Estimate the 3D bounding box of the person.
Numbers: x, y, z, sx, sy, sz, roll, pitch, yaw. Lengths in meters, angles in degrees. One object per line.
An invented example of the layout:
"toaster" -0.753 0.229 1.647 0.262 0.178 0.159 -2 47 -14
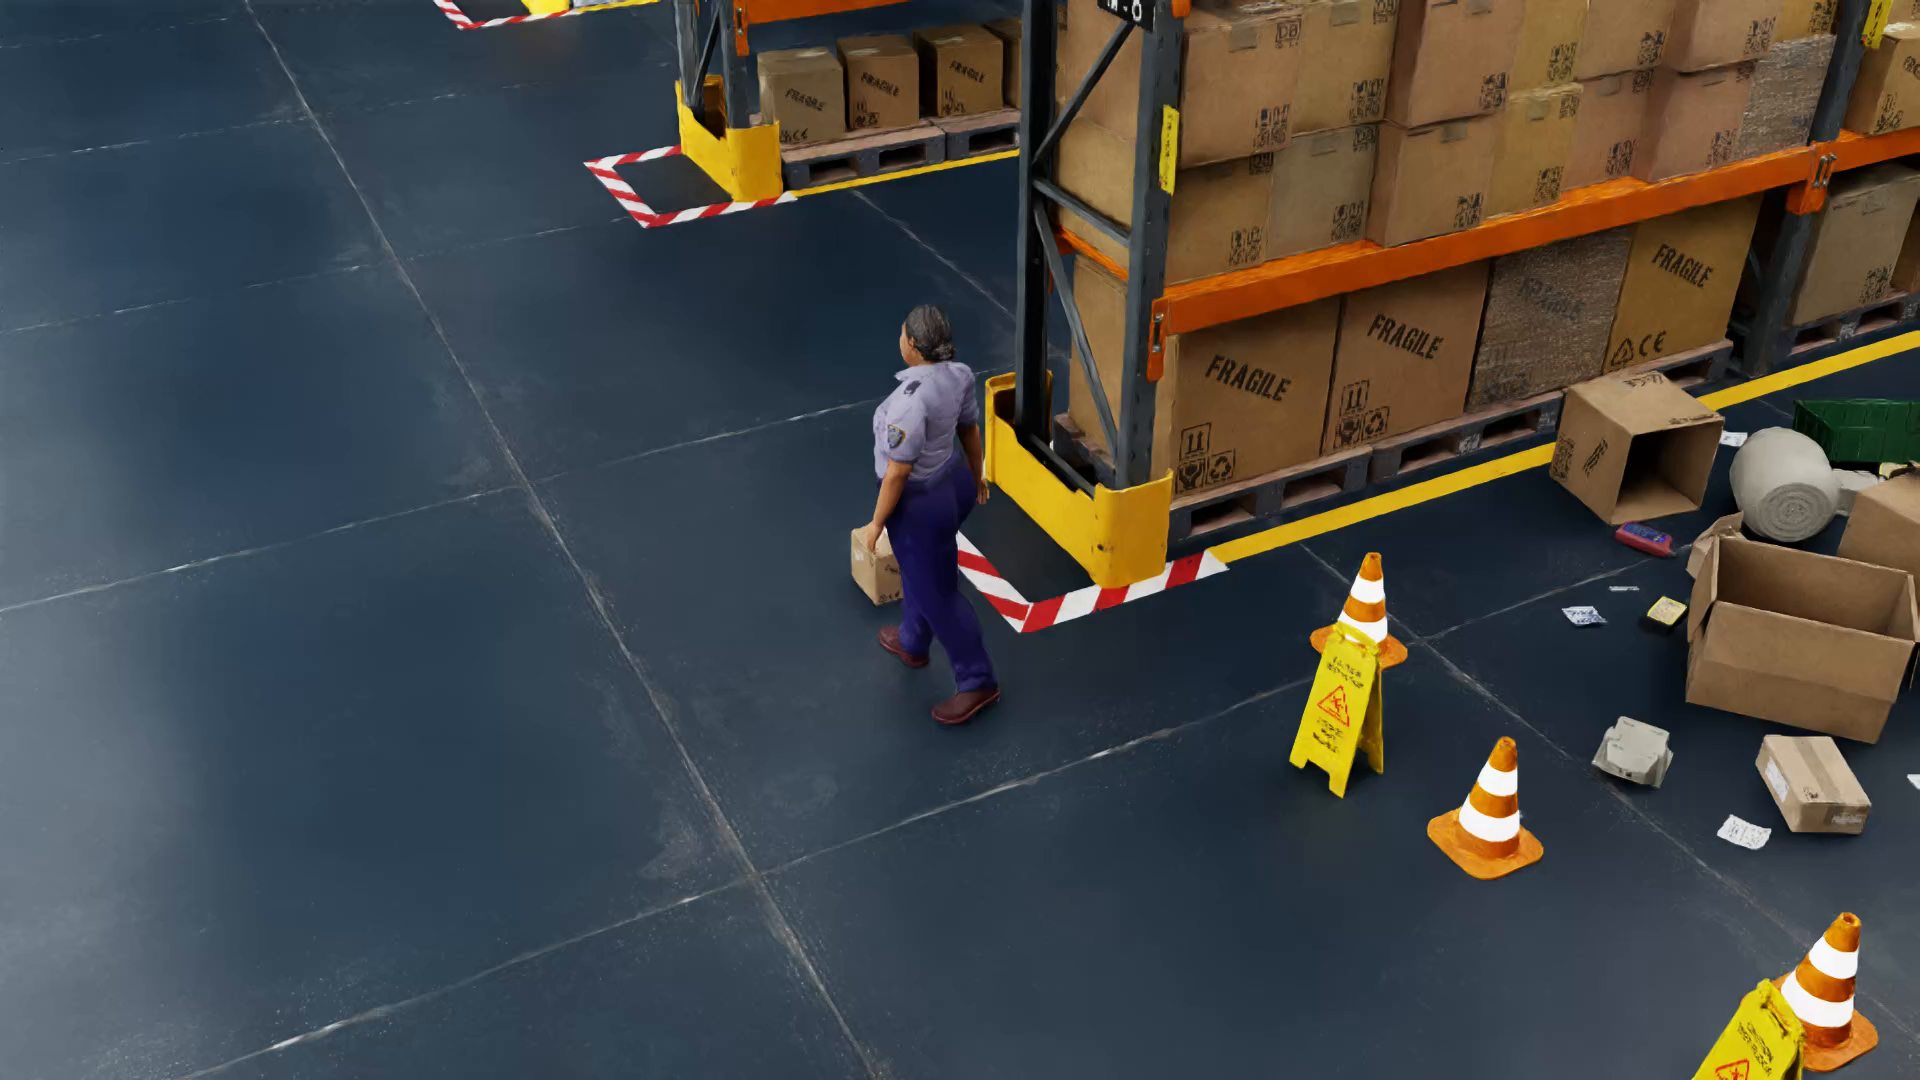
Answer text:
"person" -0.095 -0.139 6.371 0.662 1.636 0.612 15 36 22
